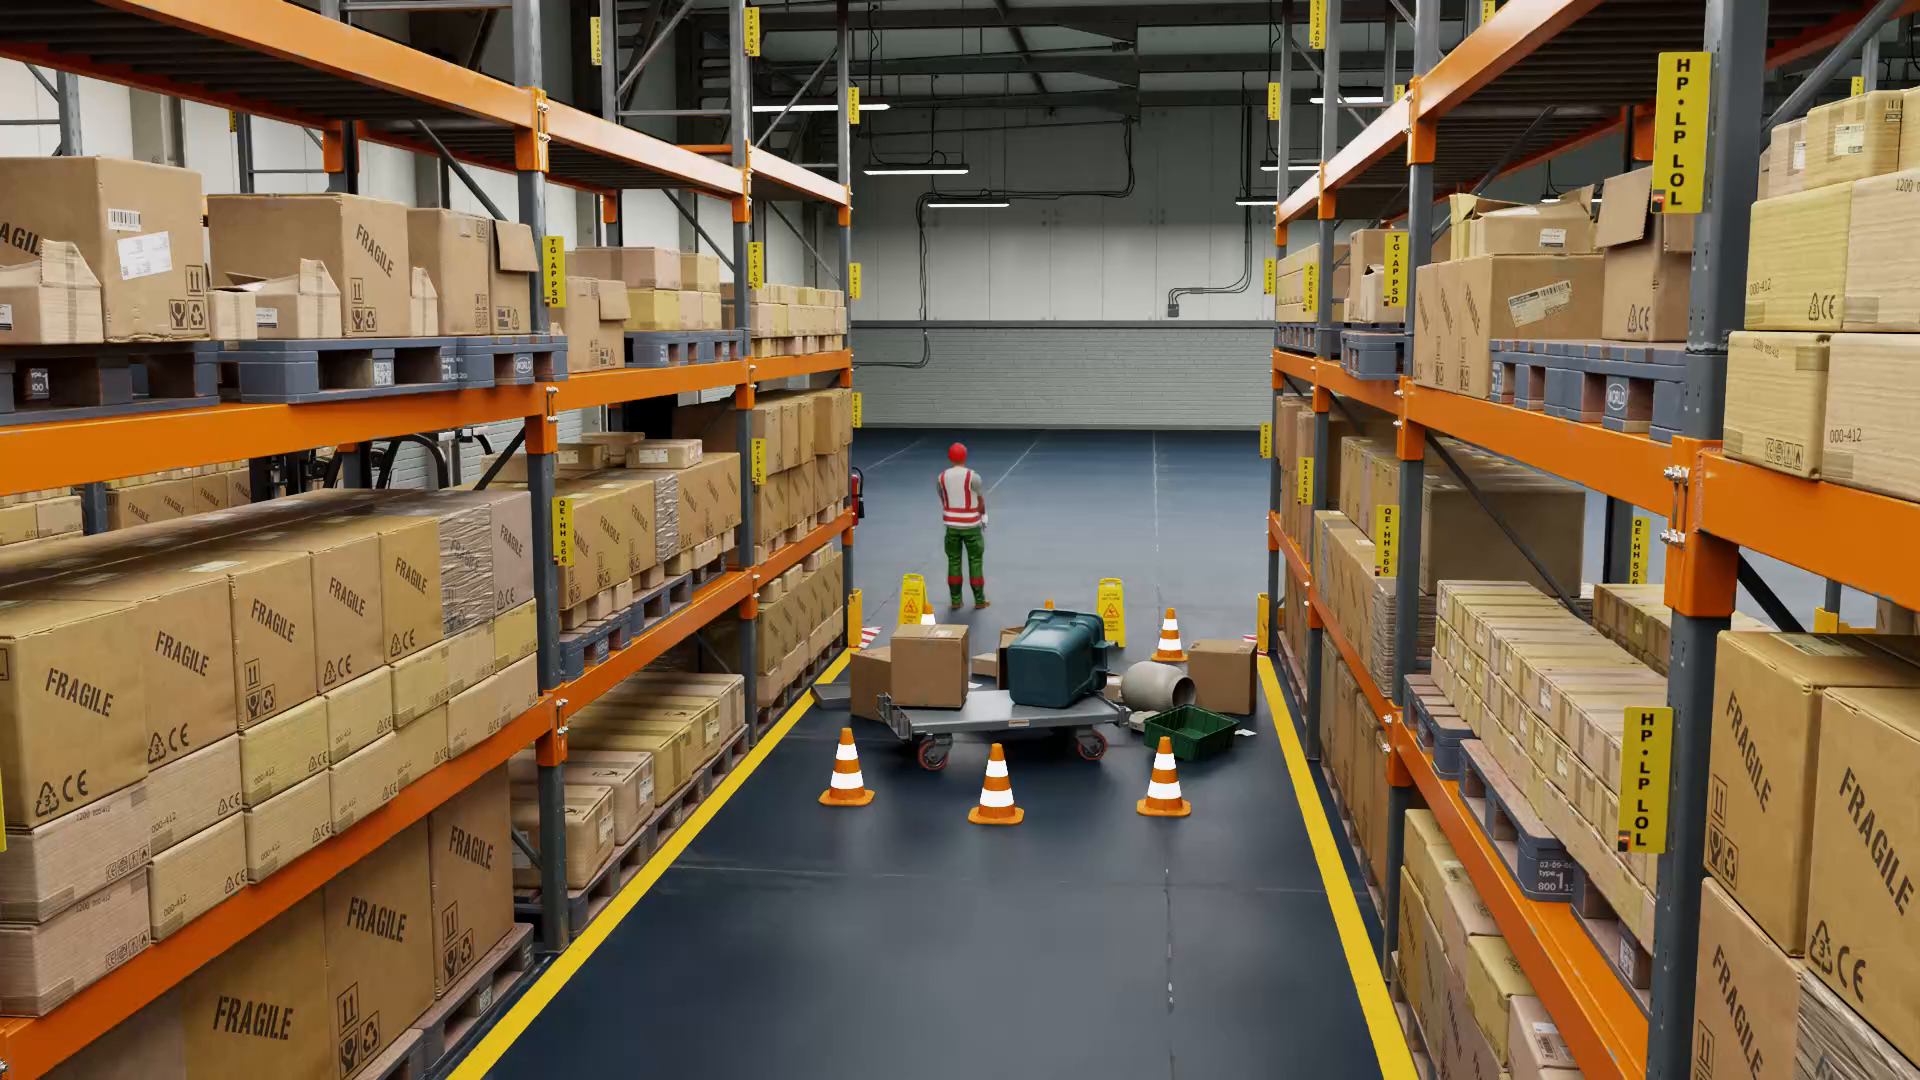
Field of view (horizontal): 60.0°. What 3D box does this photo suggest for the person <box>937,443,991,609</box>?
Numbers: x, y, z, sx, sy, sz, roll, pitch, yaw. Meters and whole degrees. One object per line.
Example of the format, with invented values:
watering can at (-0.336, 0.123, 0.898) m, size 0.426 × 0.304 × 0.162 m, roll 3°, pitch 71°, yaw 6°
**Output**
person at (0.042, -0.161, 17.898) m, size 0.514 × 1.793 × 0.527 m, roll 3°, pitch 8°, yaw 21°
